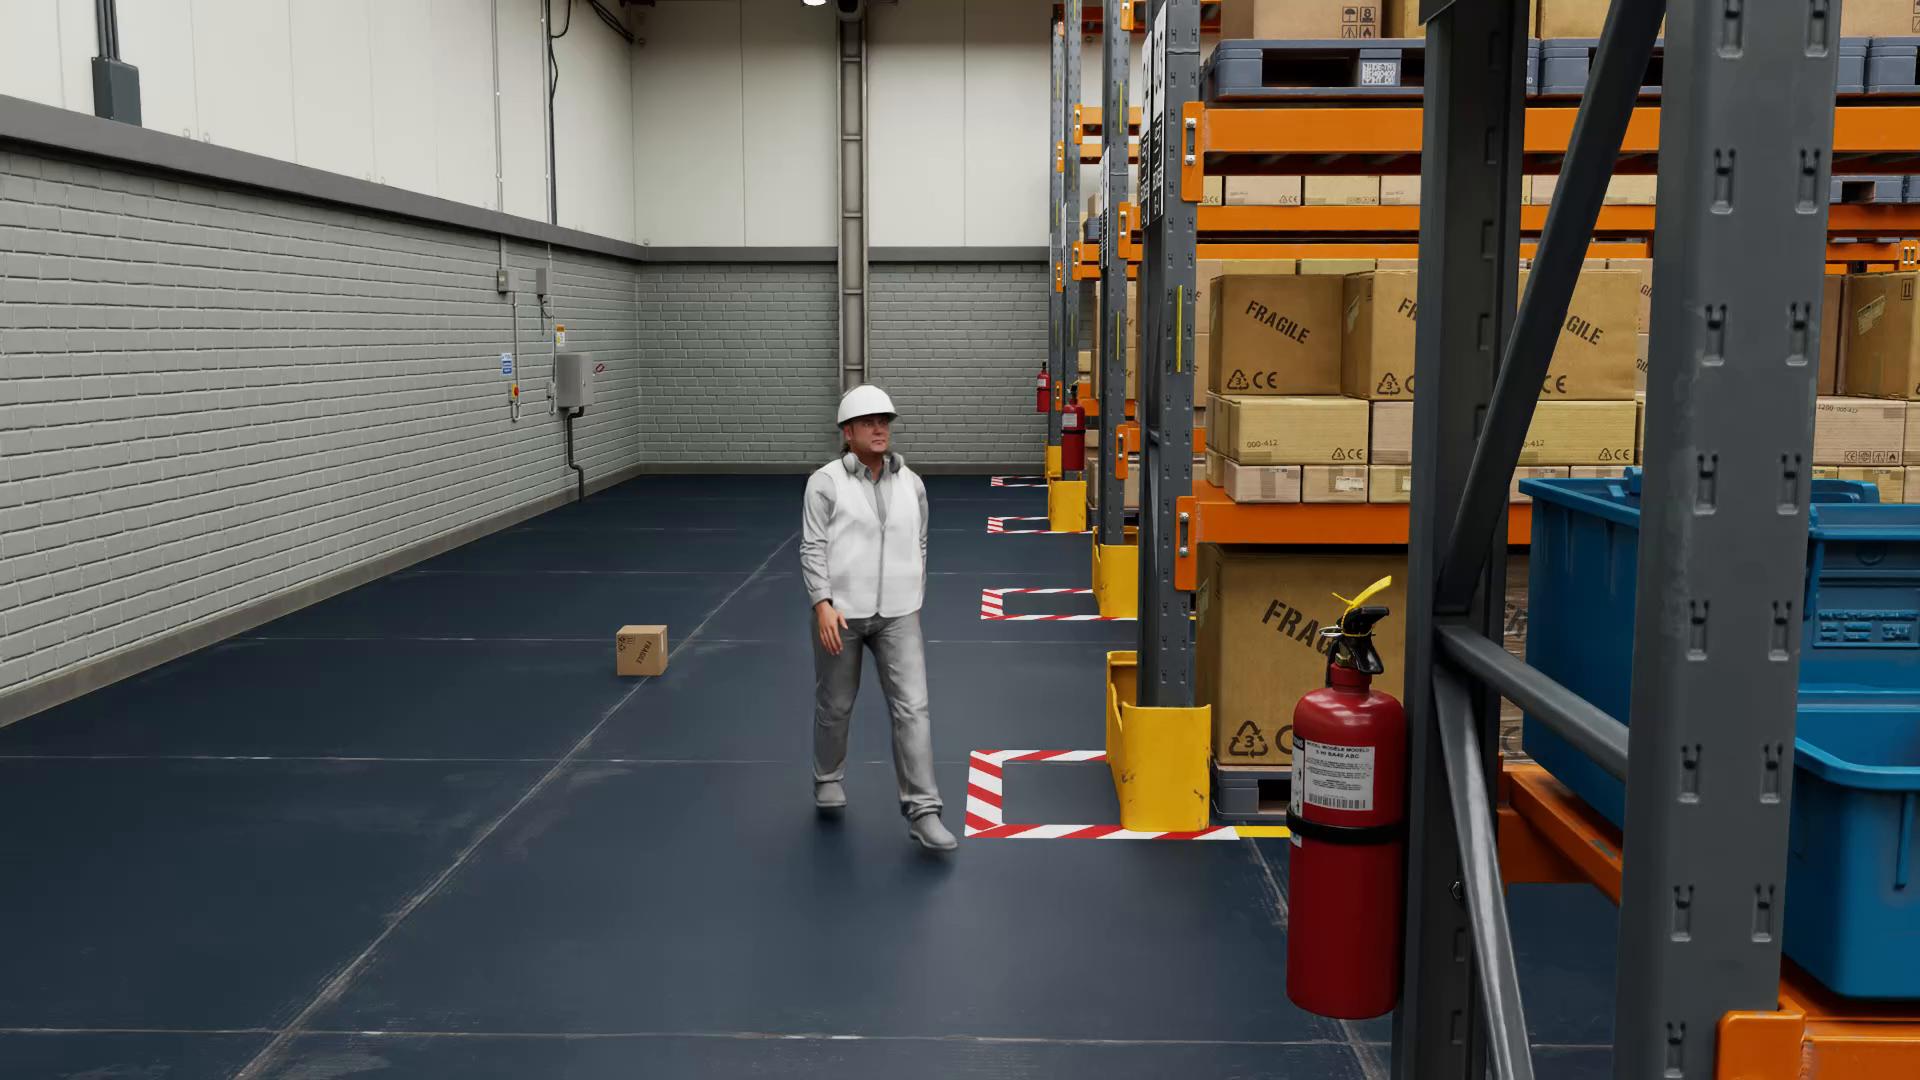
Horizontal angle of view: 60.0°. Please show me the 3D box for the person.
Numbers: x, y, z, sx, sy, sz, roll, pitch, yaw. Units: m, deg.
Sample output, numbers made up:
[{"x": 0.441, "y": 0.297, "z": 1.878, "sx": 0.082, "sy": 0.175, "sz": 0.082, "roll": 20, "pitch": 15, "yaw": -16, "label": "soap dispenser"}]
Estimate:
[{"x": -0.334, "y": 0.266, "z": 6.430, "sx": 0.560, "sy": 1.715, "sz": 0.997, "roll": -3, "pitch": 8, "yaw": -19, "label": "person"}]
